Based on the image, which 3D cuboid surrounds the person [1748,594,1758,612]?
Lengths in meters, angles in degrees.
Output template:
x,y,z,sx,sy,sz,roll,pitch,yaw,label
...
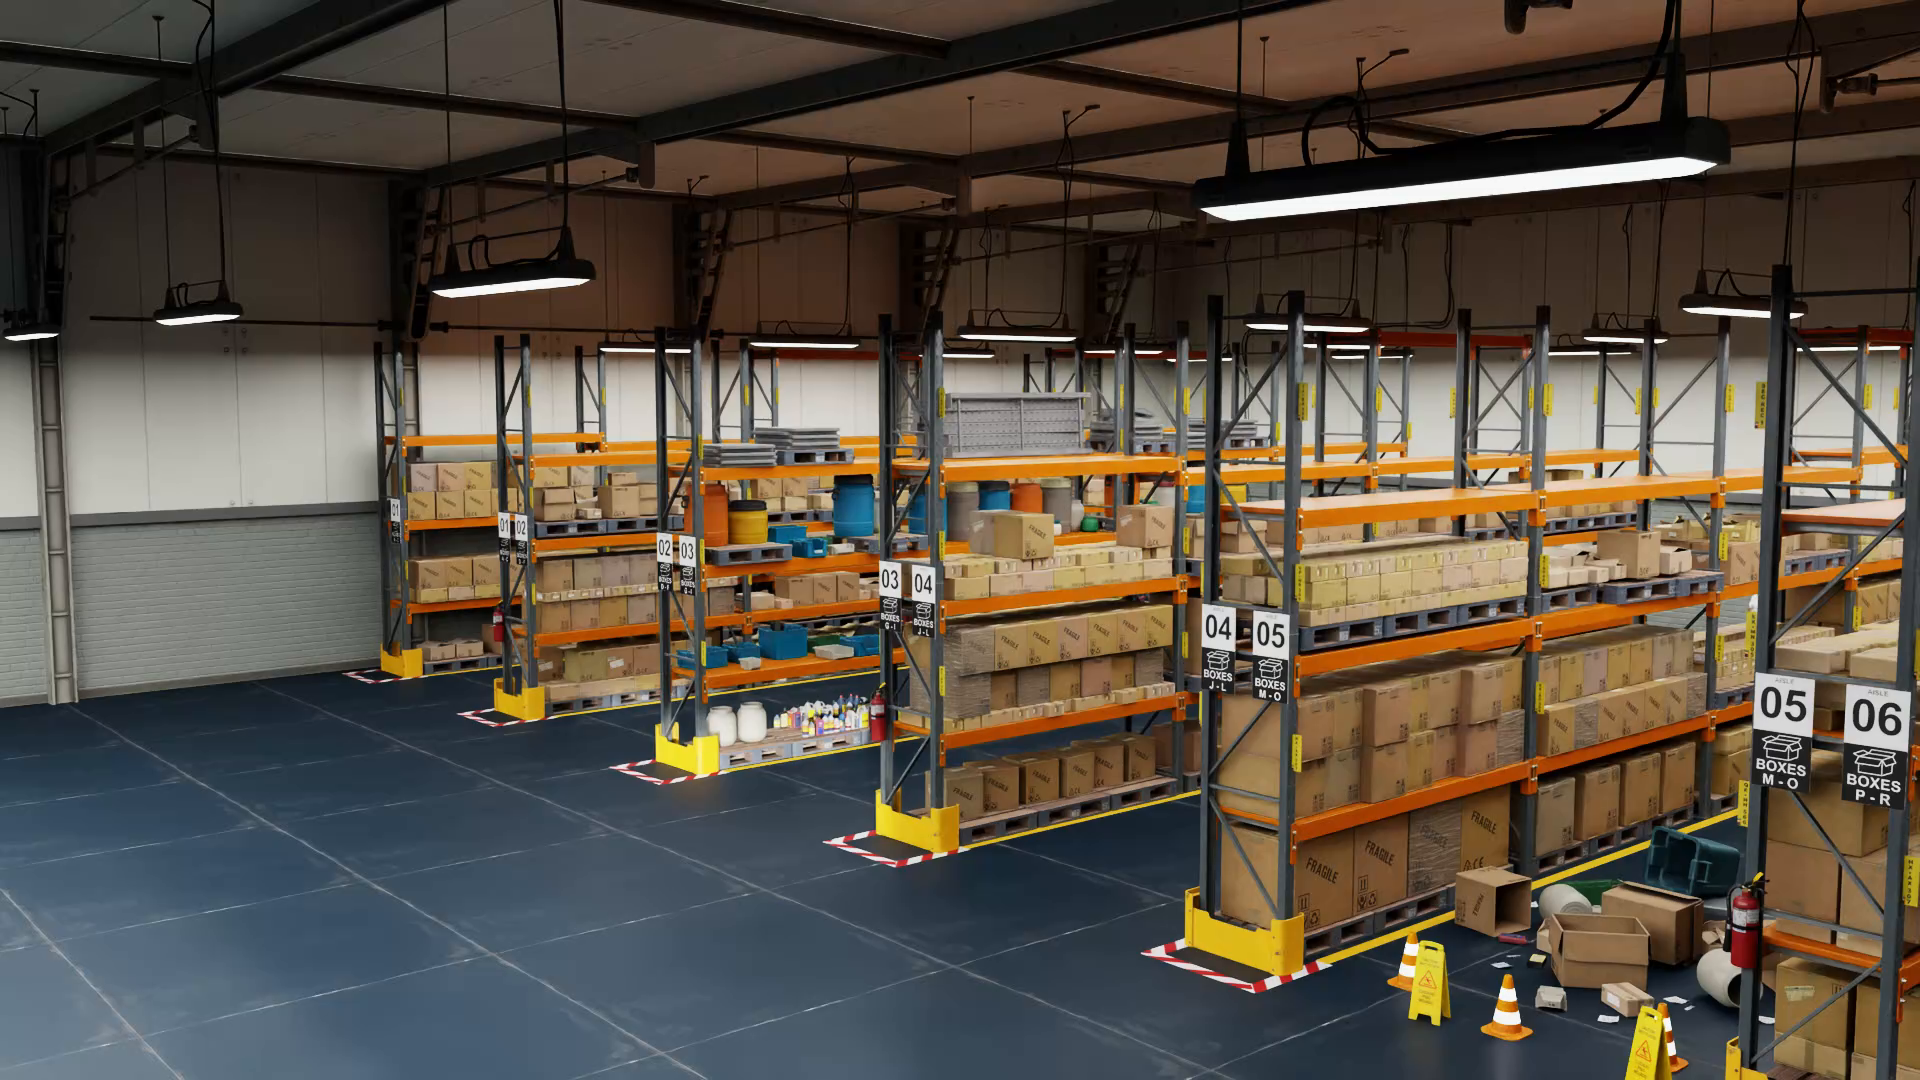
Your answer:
x,y,z,sx,sy,sz,roll,pitch,yaw,label
14.787,1.547,30.655,0.486,1.615,0.981,4,7,39,person
